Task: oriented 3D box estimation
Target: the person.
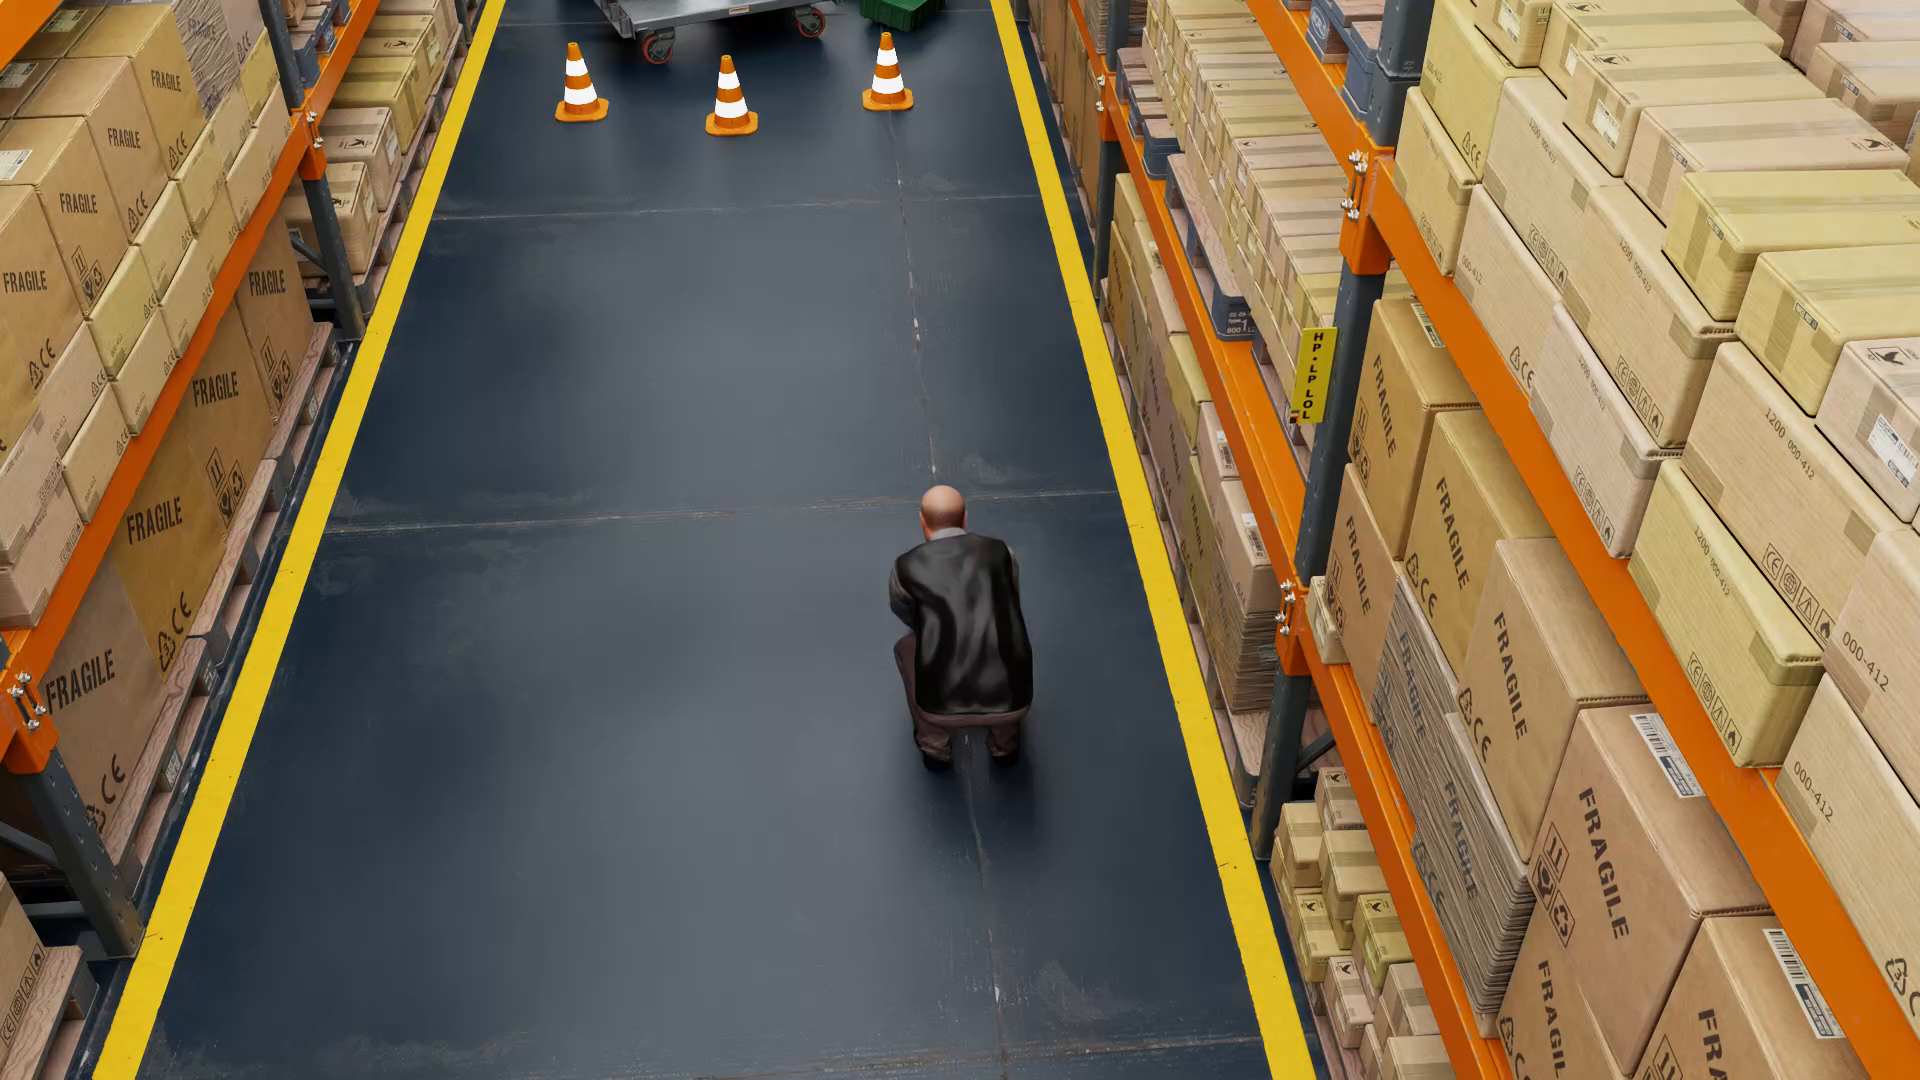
[{"bbox_3d":[0.006,0.349,6.353,0.540,0.963,0.876,-3,39,-4],"label":"person"}]
